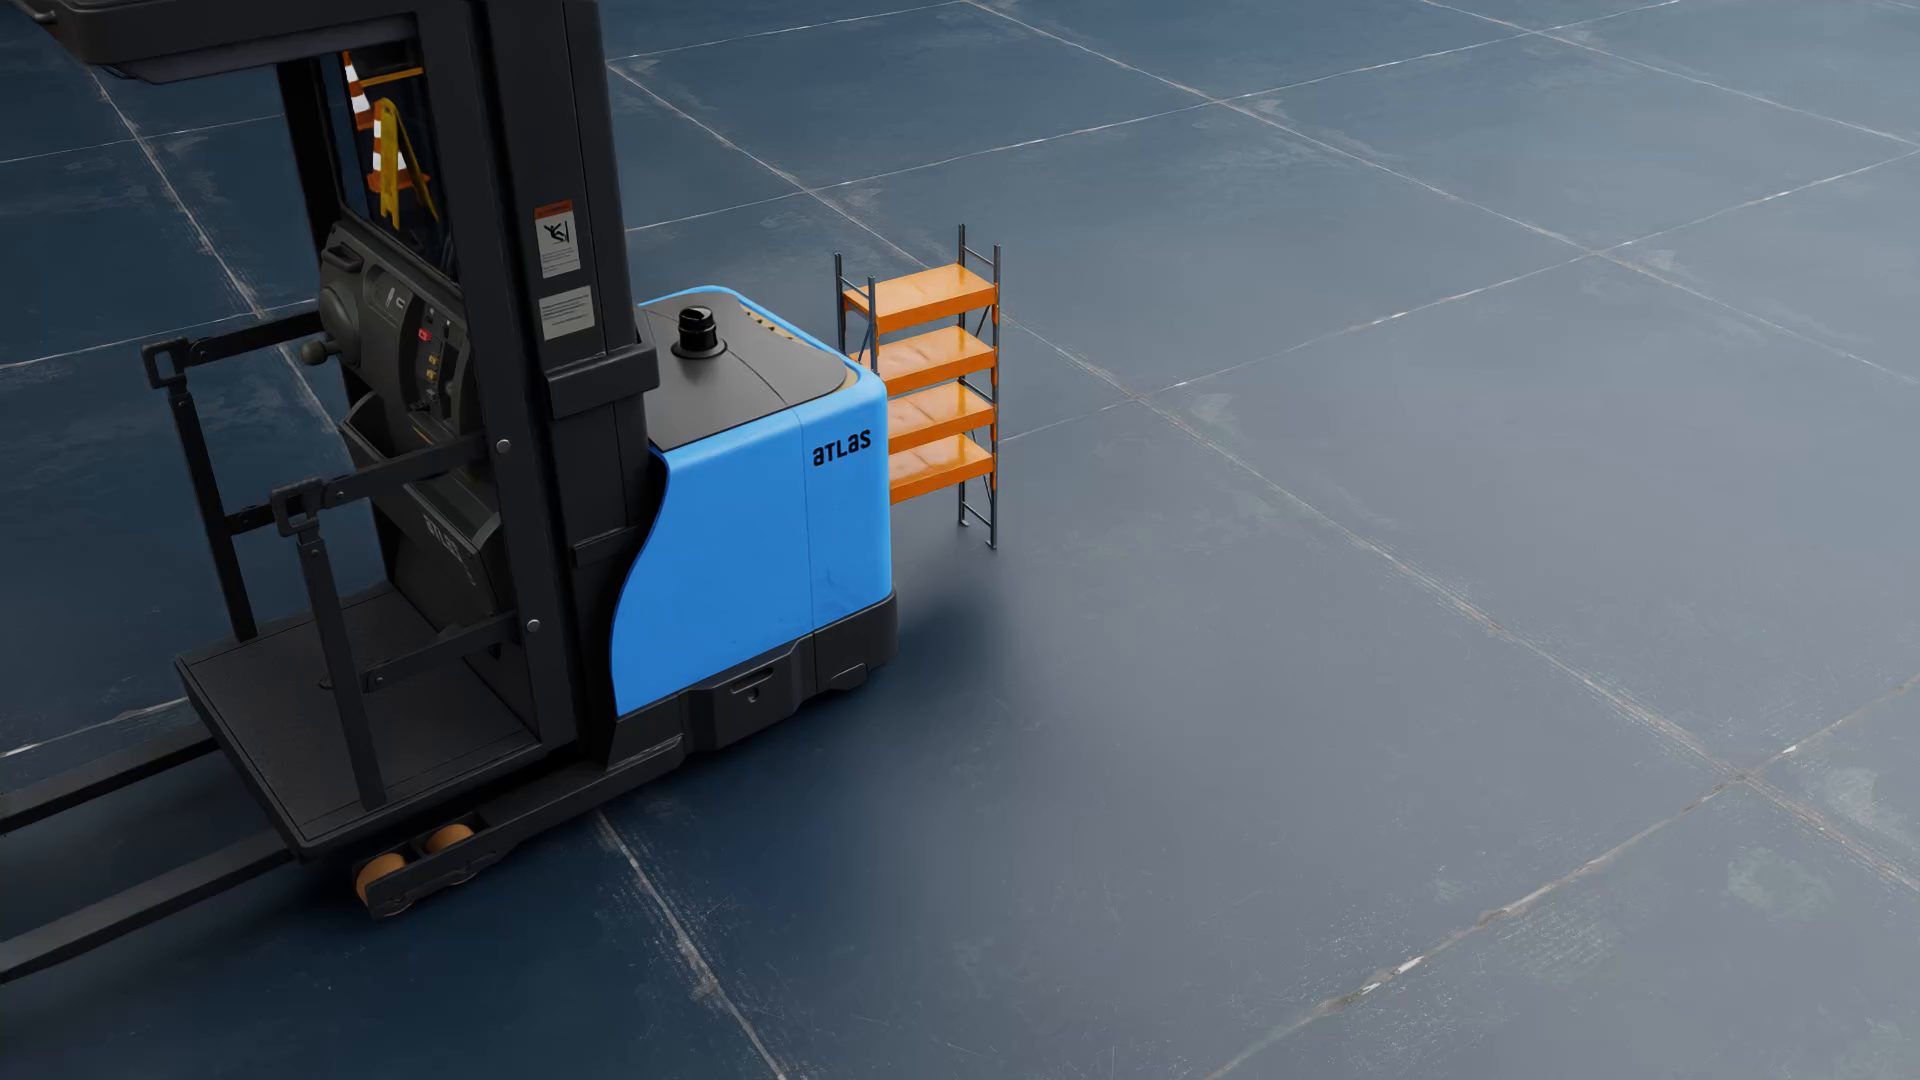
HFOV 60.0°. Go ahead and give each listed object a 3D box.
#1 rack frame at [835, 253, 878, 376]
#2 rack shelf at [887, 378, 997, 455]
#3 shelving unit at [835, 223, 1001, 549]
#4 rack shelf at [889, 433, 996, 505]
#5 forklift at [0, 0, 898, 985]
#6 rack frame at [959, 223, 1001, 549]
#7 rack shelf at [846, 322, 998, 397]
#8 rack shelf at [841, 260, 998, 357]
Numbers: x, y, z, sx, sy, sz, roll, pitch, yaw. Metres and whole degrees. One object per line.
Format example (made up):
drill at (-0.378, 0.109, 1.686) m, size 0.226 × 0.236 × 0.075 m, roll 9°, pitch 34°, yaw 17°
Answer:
rack frame at (-0.344, -0.389, 5.742) m, size 0.015 × 1.200 × 0.240 m, roll -19°, pitch 37°, yaw -27°
rack shelf at (-0.139, -0.403, 5.890) m, size 0.480 × 0.148 × 0.258 m, roll -19°, pitch 37°, yaw -27°
shelving unit at (-0.139, -0.460, 5.854) m, size 0.503 × 1.200 × 0.258 m, roll -19°, pitch 37°, yaw -27°
rack shelf at (-0.139, -0.235, 5.996) m, size 0.480 × 0.148 × 0.258 m, roll -19°, pitch 37°, yaw -27°
forklift at (-1.671, -0.520, 4.327) m, size 3.031 × 2.935 × 1.130 m, roll -23°, pitch 39°, yaw -32°
rack frame at (0.066, -0.530, 5.966) m, size 0.015 × 1.200 × 0.240 m, roll -19°, pitch 37°, yaw -27°
rack shelf at (-0.139, -0.592, 5.771) m, size 0.480 × 0.148 × 0.258 m, roll -19°, pitch 37°, yaw -27°
rack shelf at (-0.139, -0.792, 5.644) m, size 0.480 × 0.148 × 0.258 m, roll -19°, pitch 37°, yaw -27°
